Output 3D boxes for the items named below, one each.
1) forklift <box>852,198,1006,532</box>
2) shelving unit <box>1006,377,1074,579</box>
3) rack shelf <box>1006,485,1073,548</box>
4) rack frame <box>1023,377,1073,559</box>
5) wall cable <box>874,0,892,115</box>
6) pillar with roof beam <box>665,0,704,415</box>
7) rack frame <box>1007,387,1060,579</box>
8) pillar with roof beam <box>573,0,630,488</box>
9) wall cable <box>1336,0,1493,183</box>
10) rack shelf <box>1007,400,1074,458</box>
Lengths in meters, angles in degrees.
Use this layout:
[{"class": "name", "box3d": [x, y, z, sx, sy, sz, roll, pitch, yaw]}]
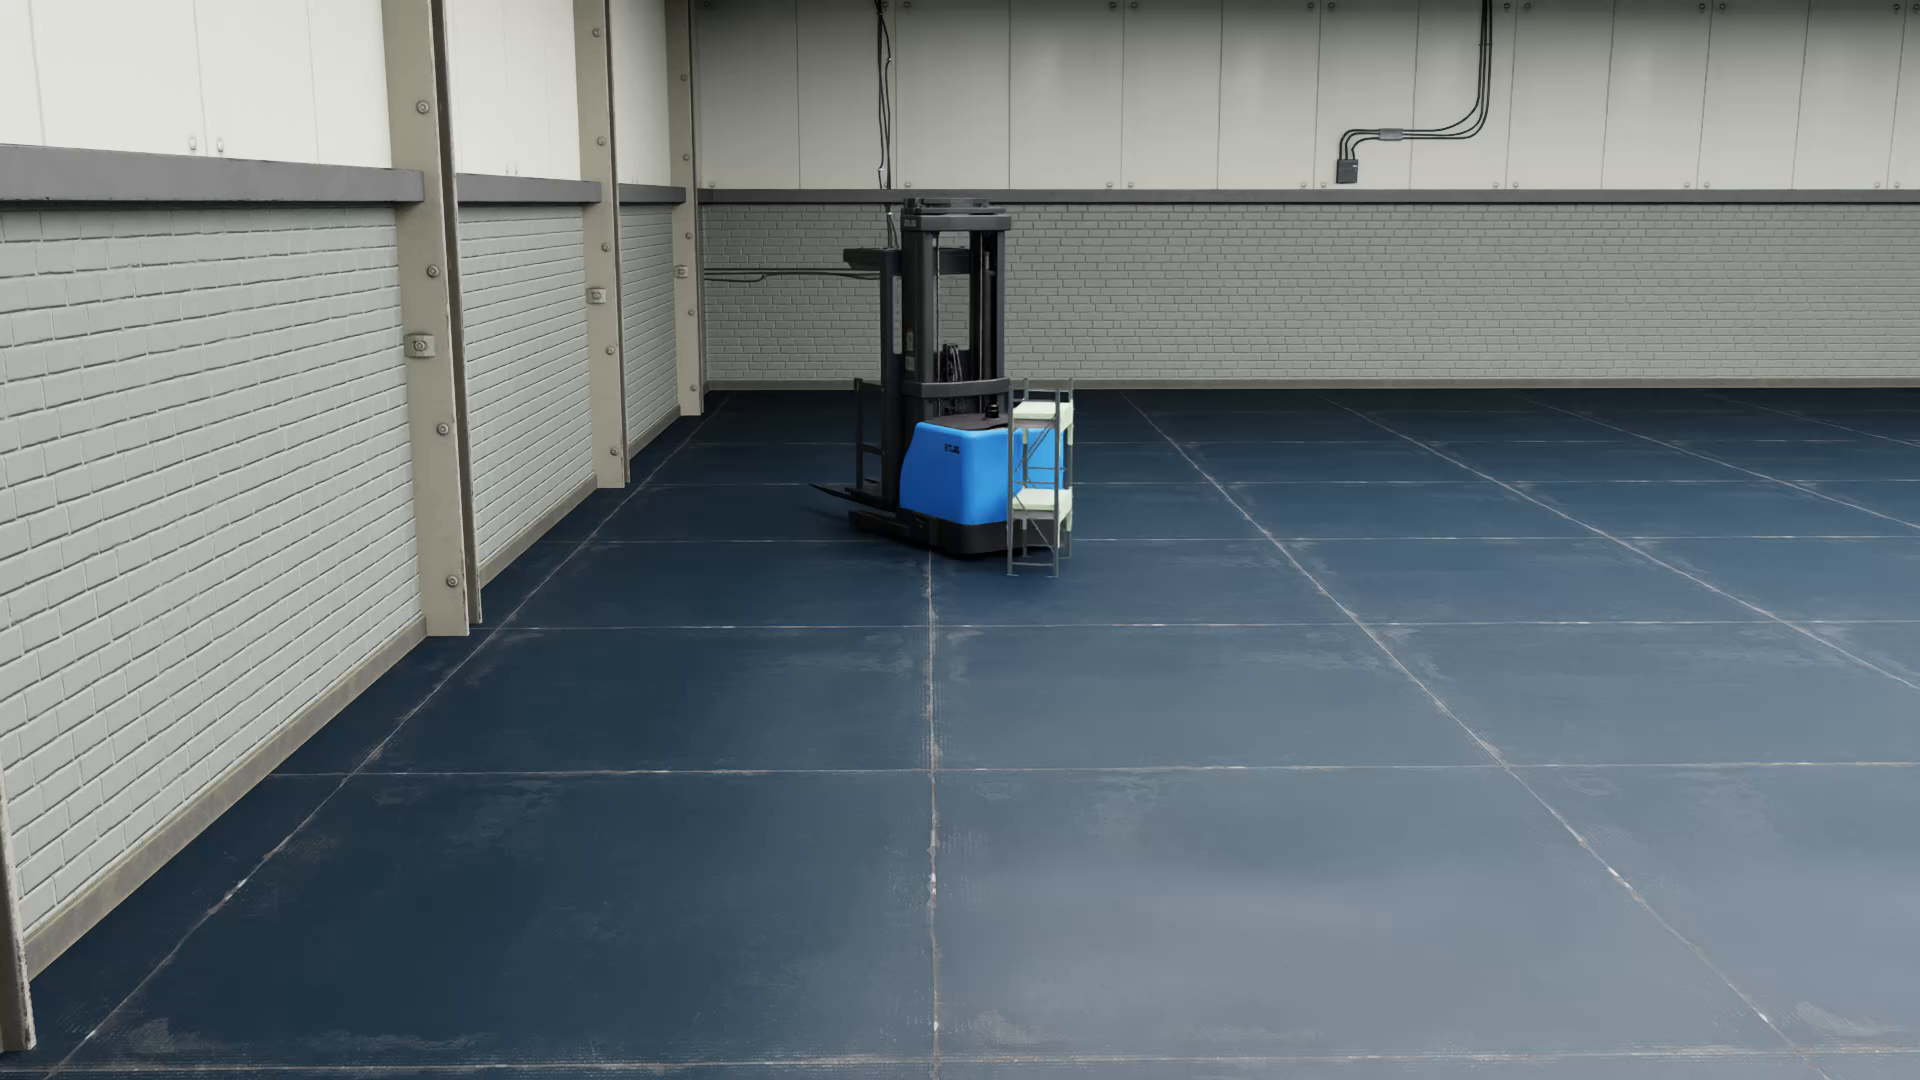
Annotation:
[{"class": "forklift", "box3d": [-0.342, -1.552, 14.838, 1.121, 2.935, 3.031, -8, 14, -33]}, {"class": "shelving unit", "box3d": [0.646, -0.513, 13.315, 0.431, 1.500, 0.755, 2, 12, 11]}, {"class": "rack shelf", "box3d": [0.646, -0.193, 13.380, 0.431, 0.370, 0.720, 2, 12, 11]}, {"class": "rack frame", "box3d": [0.719, -0.584, 13.666, 0.400, 1.500, 0.023, 2, 12, 11]}, {"class": "wall cable", "box3d": [0.199, -7.737, 25.169, 3.097, 2.526, 0.112, 0, 11, -1]}, {"class": "pillar with roof beam", "box3d": [0.537, -6.199, 22.481, 9.100, 9.000, 0.400, 0, 11, -1]}, {"class": "rack frame", "box3d": [0.573, -0.442, 12.963, 0.400, 1.500, 0.023, 2, 12, 11]}, {"class": "pillar with roof beam", "box3d": [0.661, -5.006, 16.602, 9.100, 9.000, 0.400, 0, 11, -1]}, {"class": "wall cable", "box3d": [6.986, -8.475, 25.146, 2.305, 6.003, 0.169, 0, 11, -1]}, {"class": "rack shelf", "box3d": [0.646, -0.895, 13.237, 0.431, 0.370, 0.720, 2, 12, 11]}]
